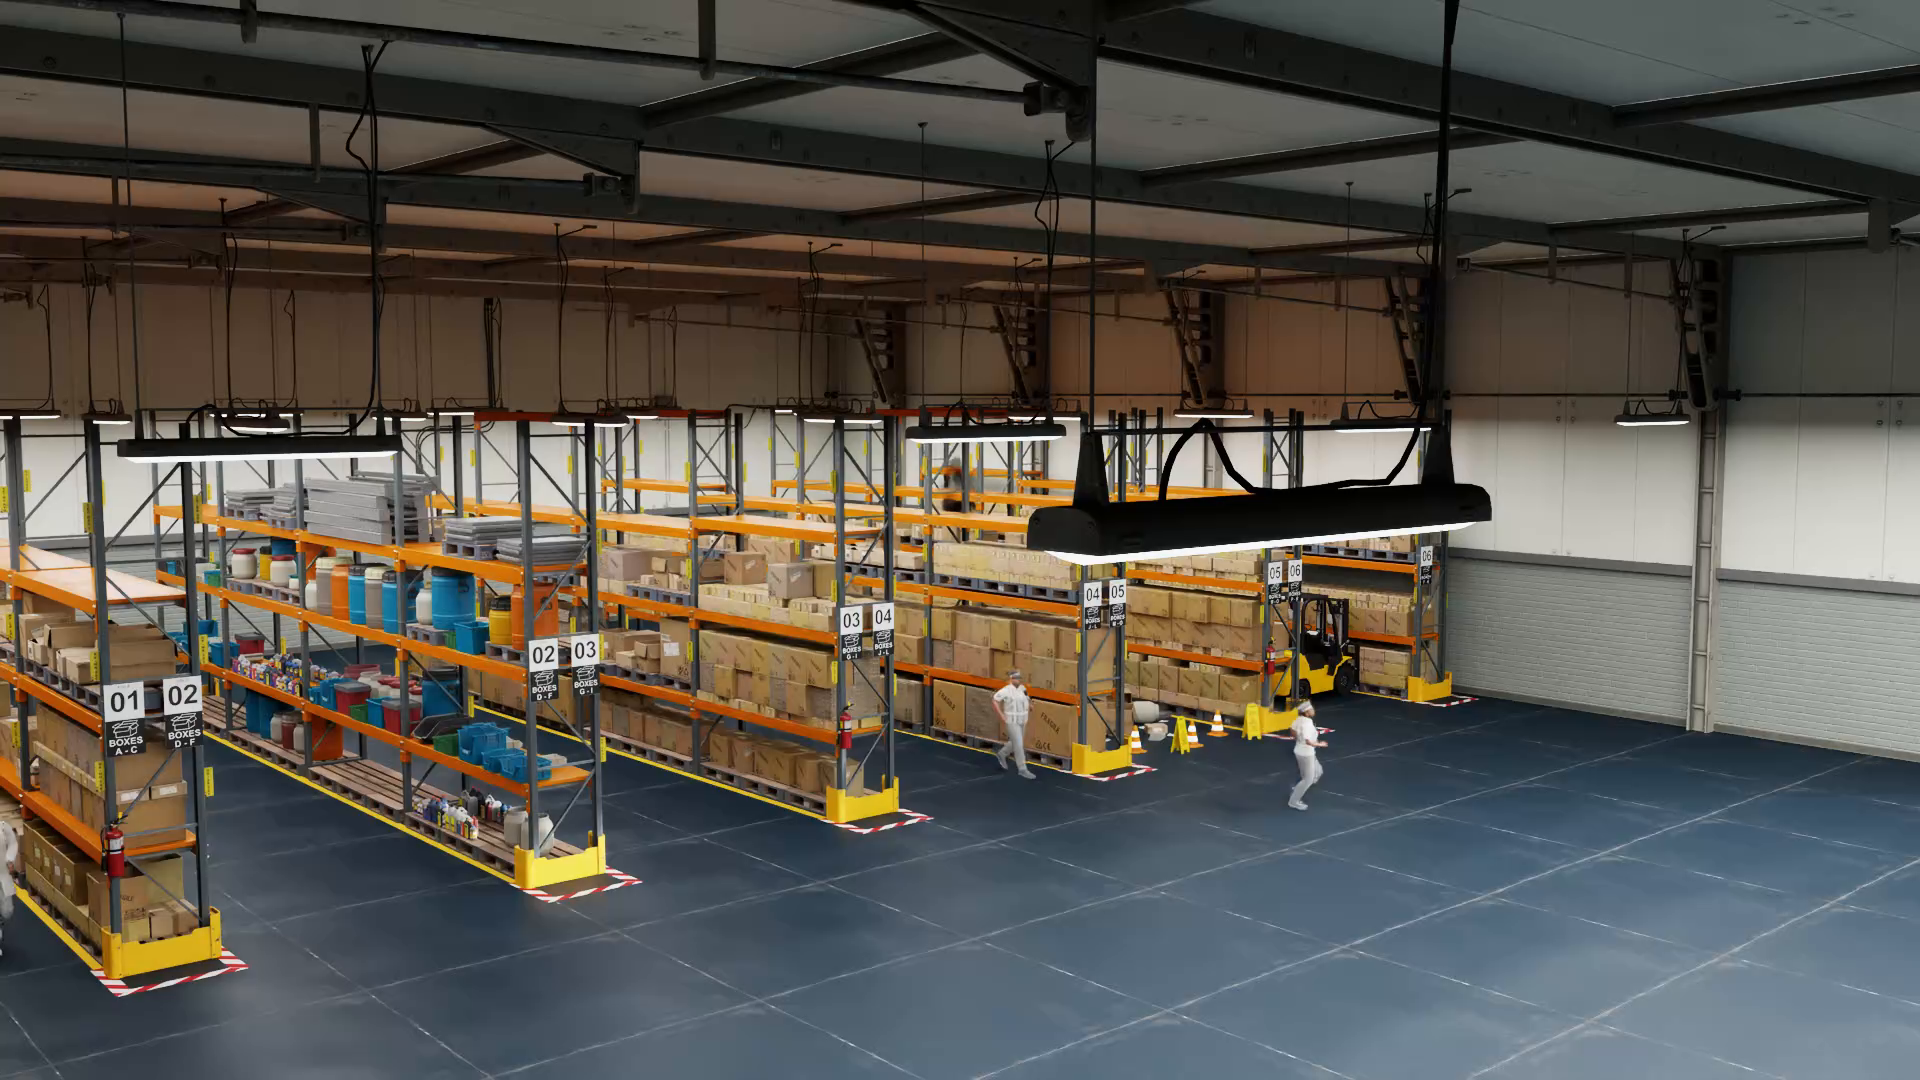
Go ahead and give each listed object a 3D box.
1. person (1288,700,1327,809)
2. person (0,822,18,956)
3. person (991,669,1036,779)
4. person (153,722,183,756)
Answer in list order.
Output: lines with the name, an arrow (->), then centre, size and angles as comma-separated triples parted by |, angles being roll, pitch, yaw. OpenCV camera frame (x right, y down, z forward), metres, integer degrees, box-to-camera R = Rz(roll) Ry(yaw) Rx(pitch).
person -> 5.301, 3.262, 25.341 | 0.576, 1.672, 0.630 | 0, 5, 3
person -> -10.999, 3.816, 18.787 | 0.670, 1.724, 0.708 | 5, 7, 44
person -> 0.911, 3.009, 27.564 | 0.981, 1.758, 0.676 | 5, 7, 44
person -> -12.973, 3.123, 27.175 | 0.896, 1.668, 0.610 | 4, 7, 40
